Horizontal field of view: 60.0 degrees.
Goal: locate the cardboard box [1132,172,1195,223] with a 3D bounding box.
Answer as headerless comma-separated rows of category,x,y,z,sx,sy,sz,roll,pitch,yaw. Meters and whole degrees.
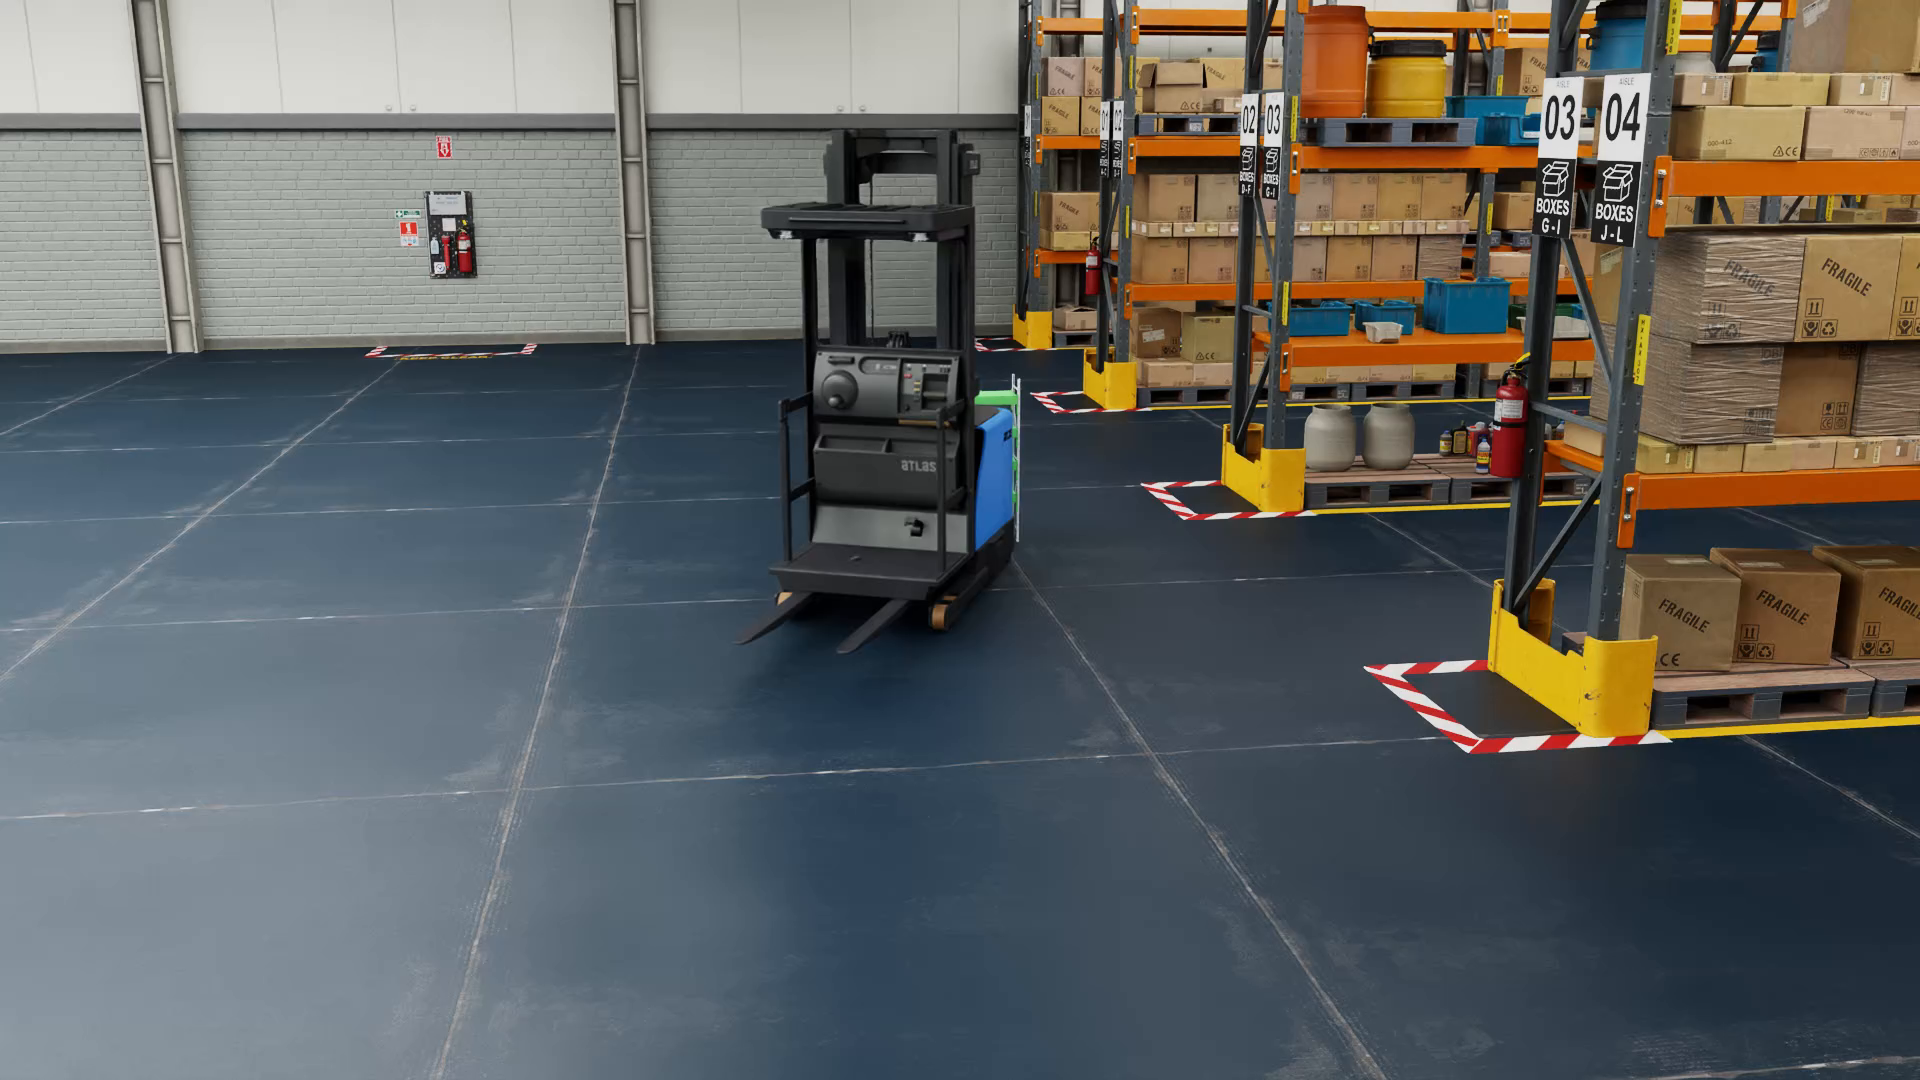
cardboard box,2.184,-3.687,17.884,0.500,0.500,0.700,-2,14,-8

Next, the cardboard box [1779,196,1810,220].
cardboard box,11.871,-4.724,24.034,0.500,0.500,0.500,-2,14,-8

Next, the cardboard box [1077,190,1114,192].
cardboard box,1.860,-4.570,23.002,0.500,0.500,0.500,-2,14,-8

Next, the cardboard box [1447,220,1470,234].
cardboard box,5.387,-3.440,18.234,0.250,0.149,0.380,-2,14,-8

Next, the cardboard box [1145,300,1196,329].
cardboard box,2.921,-3.224,23.147,0.500,0.500,0.700,-3,14,-12

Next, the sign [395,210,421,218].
sign,-7.449,-4.398,22.428,0.331,0.109,0.001,-2,14,-8

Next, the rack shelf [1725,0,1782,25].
rack shelf,8.336,-4.386,13.513,4.000,0.370,1.077,-2,14,-8

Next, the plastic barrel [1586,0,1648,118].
plastic barrel,5.358,-3.838,13.300,0.708,0.901,0.600,-2,14,-8

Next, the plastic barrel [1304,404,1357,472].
plastic barrel,3.042,-0.841,13.660,0.421,0.512,0.421,0,14,0

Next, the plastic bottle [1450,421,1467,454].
plastic bottle,4.266,-0.878,14.237,0.133,0.283,0.061,-2,14,-7

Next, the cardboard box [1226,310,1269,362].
cardboard box,3.218,-2.233,18.207,0.500,0.500,0.500,-2,14,-8

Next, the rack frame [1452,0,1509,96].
rack frame,5.624,-6.048,17.840,0.127,3.000,1.000,-2,14,-8

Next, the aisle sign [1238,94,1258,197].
aisle sign,2.287,-3.132,13.198,0.004,0.787,0.394,-2,14,-8

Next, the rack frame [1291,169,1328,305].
rack frame,4.882,-4.330,23.320,0.127,3.000,1.000,-2,14,-8

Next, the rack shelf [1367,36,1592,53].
rack shelf,6.860,-6.769,23.016,4.000,0.370,1.077,-2,14,-8

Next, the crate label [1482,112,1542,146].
crate label,4.303,-3.173,12.847,0.408,0.251,0.502,-2,14,-8

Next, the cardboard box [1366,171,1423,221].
cardboard box,4.686,-3.780,18.255,0.500,0.500,0.700,-2,14,-8

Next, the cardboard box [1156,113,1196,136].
cardboard box,2.870,-5.705,22.391,0.500,0.500,0.500,-1,14,-5

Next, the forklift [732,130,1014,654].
forklift,-0.513,-0.977,10.094,1.130,2.935,3.031,4,15,15

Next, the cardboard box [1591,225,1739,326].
cardboard box,3.647,-1.368,8.636,0.500,0.500,0.500,-2,14,-8

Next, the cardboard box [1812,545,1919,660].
cardboard box,4.968,0.332,9.008,0.500,0.500,0.500,-1,14,-3

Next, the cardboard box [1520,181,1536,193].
cardboard box,8.185,-5.016,23.614,0.250,0.149,0.380,-5,15,-18

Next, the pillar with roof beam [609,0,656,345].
pillar with roof beam,-3.802,-6.075,17.947,0.400,9.000,9.100,-2,14,-8

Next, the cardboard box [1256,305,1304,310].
cardboard box,3.636,-2.376,18.776,0.500,0.500,0.500,-2,14,-8

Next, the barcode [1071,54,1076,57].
barcode,1.554,-6.610,22.753,0.075,0.075,0.001,-2,14,-8

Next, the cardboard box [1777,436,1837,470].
cardboard box,4.201,-0.466,8.428,0.250,0.149,0.380,-2,14,-8

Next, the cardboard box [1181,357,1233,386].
cardboard box,2.726,-1.848,18.215,0.500,0.250,0.500,-2,14,-8

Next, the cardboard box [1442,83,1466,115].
cardboard box,6.654,-6.082,23.073,0.500,0.500,0.500,-3,14,-10

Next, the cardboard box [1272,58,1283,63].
cardboard box,4.427,-6.245,22.487,0.500,0.500,0.500,-3,14,-13

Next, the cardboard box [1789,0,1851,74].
cardboard box,4.635,-2.618,8.482,0.500,0.500,0.500,-2,14,-8

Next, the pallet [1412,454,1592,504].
pallet,4.479,-0.535,13.921,1.213,0.211,1.003,-2,14,-8

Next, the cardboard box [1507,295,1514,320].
cardboard box,7.606,-3.446,24.032,0.500,0.500,0.700,-2,14,-8

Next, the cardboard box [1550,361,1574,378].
cardboard box,6.565,-1.982,18.746,0.500,0.250,0.500,-2,14,-7

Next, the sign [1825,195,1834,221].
sign,9.665,-3.712,18.475,0.005,0.325,0.100,-2,14,-8

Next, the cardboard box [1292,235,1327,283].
cardboard box,3.662,-3.113,18.261,0.500,0.500,0.700,-2,14,-7

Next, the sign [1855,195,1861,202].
sign,12.883,-5.013,23.826,0.005,0.325,0.100,-2,14,-8

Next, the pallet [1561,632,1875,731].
pallet,4.024,0.718,8.923,1.213,0.211,1.003,-2,14,-8

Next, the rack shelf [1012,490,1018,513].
rack shelf,0.164,-0.293,12.174,0.480,0.148,0.258,-2,14,-8

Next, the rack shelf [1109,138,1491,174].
rack shelf,3.646,-4.172,18.003,4.000,0.370,1.077,-2,14,-8

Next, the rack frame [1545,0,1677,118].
rack frame,3.140,-3.520,7.760,0.127,3.000,1.000,-2,14,-8

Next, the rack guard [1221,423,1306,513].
rack guard,2.471,-0.603,13.600,0.348,0.500,1.175,-2,14,-8

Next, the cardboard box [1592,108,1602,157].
cardboard box,3.579,-2.071,8.456,0.500,0.250,0.500,-2,14,-7

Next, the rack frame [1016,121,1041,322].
rack frame,0.927,-4.185,22.742,0.127,3.000,1.000,-2,14,-8

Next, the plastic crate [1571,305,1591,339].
plastic crate,5.304,-1.769,13.416,0.616,0.251,0.499,-2,14,-8

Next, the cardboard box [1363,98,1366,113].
cardboard box,4.472,-4.634,17.731,0.250,0.149,0.380,-2,14,-8

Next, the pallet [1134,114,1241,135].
pallet,2.371,-4.425,17.715,1.213,0.211,1.003,-2,14,-8

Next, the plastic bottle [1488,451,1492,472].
plastic bottle,4.344,-0.652,13.505,0.097,0.201,0.097,0,14,0

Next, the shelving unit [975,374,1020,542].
shelving unit,0.164,-0.588,12.100,0.503,1.200,0.258,-2,14,-8

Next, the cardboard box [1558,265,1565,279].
cardboard box,6.530,-2.999,18.532,0.250,0.149,0.380,-2,14,-8

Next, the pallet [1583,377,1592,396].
pallet,7.555,-1.867,19.232,1.213,0.211,1.003,-2,14,-8

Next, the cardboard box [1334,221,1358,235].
cardboard box,4.131,-3.394,18.052,0.250,0.149,0.380,-2,14,-7

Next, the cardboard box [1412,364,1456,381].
cardboard box,5.198,-1.939,18.576,0.500,0.250,0.500,-2,14,-8

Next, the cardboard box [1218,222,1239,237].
cardboard box,2.846,-3.347,17.860,0.250,0.149,0.380,-2,14,-9

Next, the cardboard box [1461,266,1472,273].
cardboard box,7.052,-3.775,23.802,0.500,0.250,0.500,-2,14,-9

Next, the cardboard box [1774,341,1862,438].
cardboard box,4.165,-0.864,8.682,0.500,0.500,0.875,-2,14,-8

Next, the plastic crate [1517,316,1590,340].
plastic crate,4.790,-1.699,13.373,0.437,0.136,0.530,-2,14,-8

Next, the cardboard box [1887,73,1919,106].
cardboard box,4.470,-2.166,8.014,0.250,0.149,0.380,-2,14,-8

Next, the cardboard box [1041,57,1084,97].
cardboard box,1.344,-6.139,22.064,0.500,0.500,0.500,-3,14,-12
